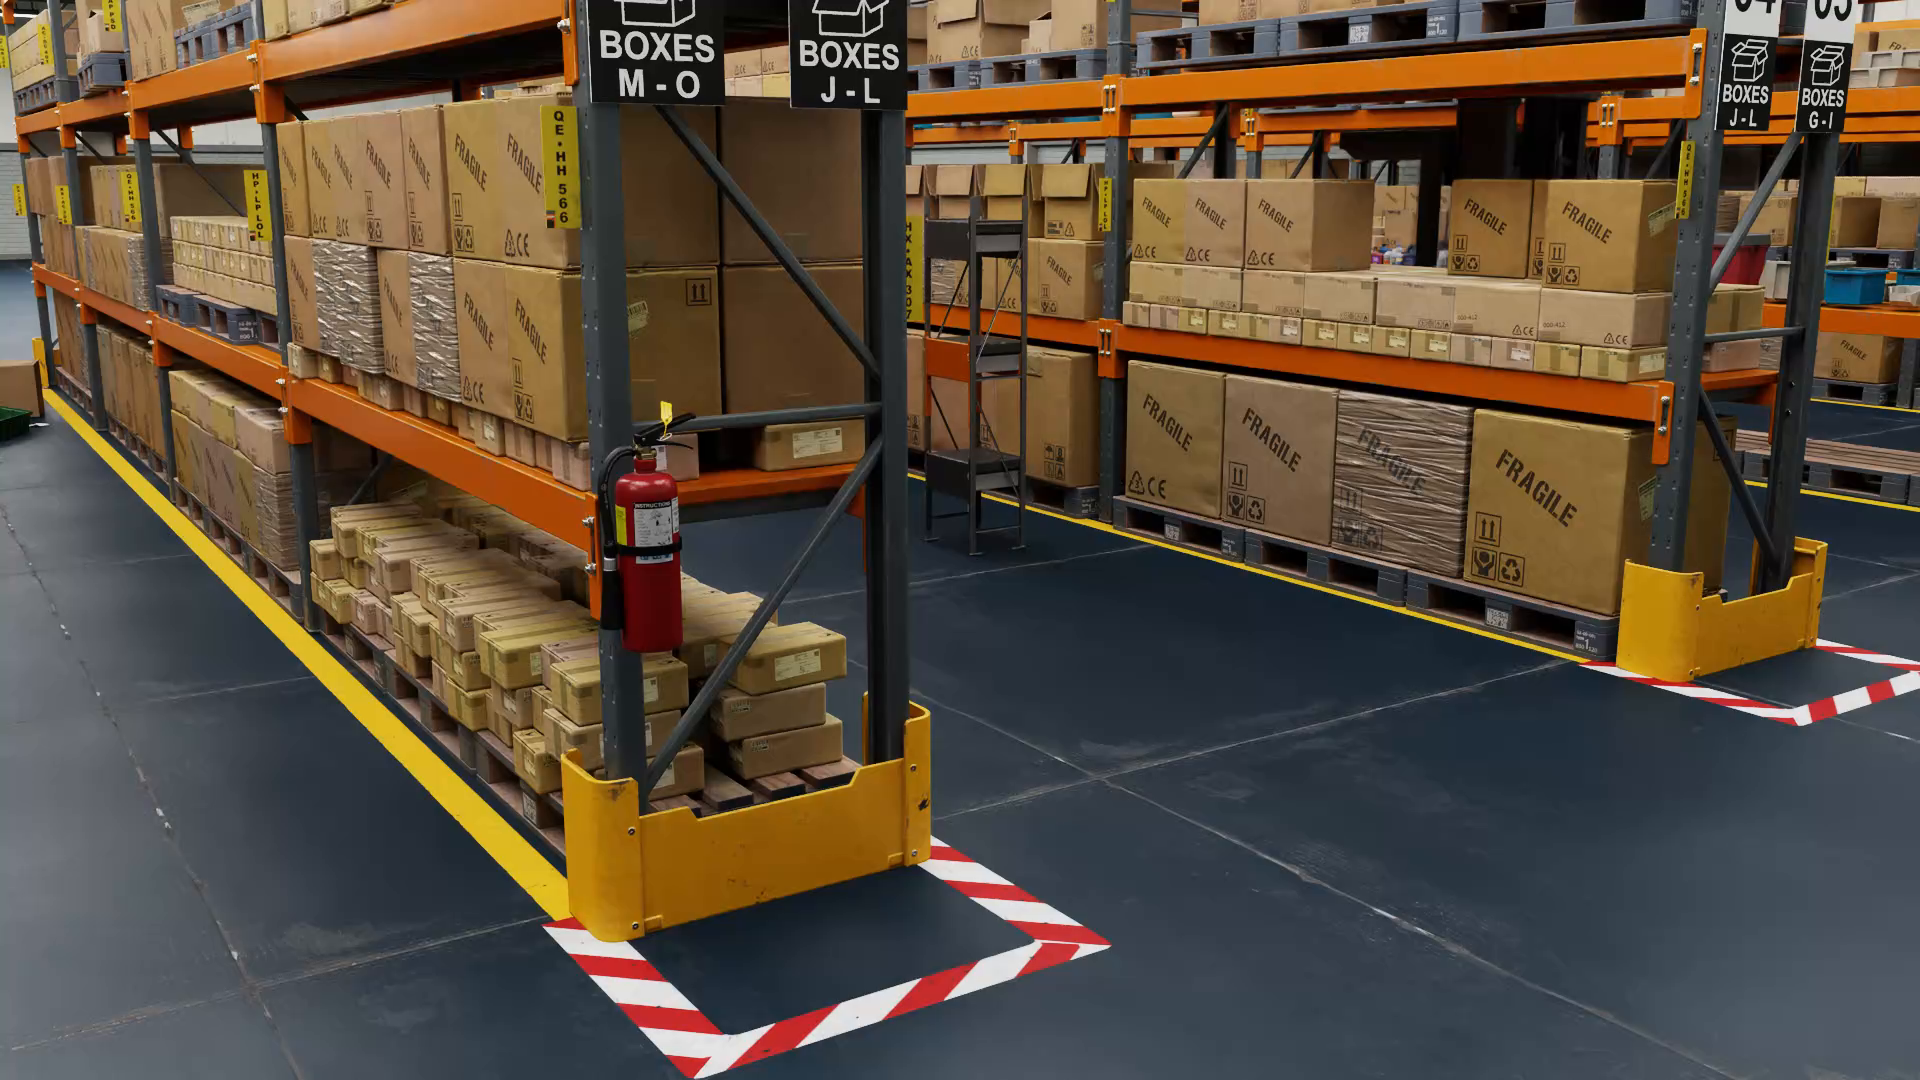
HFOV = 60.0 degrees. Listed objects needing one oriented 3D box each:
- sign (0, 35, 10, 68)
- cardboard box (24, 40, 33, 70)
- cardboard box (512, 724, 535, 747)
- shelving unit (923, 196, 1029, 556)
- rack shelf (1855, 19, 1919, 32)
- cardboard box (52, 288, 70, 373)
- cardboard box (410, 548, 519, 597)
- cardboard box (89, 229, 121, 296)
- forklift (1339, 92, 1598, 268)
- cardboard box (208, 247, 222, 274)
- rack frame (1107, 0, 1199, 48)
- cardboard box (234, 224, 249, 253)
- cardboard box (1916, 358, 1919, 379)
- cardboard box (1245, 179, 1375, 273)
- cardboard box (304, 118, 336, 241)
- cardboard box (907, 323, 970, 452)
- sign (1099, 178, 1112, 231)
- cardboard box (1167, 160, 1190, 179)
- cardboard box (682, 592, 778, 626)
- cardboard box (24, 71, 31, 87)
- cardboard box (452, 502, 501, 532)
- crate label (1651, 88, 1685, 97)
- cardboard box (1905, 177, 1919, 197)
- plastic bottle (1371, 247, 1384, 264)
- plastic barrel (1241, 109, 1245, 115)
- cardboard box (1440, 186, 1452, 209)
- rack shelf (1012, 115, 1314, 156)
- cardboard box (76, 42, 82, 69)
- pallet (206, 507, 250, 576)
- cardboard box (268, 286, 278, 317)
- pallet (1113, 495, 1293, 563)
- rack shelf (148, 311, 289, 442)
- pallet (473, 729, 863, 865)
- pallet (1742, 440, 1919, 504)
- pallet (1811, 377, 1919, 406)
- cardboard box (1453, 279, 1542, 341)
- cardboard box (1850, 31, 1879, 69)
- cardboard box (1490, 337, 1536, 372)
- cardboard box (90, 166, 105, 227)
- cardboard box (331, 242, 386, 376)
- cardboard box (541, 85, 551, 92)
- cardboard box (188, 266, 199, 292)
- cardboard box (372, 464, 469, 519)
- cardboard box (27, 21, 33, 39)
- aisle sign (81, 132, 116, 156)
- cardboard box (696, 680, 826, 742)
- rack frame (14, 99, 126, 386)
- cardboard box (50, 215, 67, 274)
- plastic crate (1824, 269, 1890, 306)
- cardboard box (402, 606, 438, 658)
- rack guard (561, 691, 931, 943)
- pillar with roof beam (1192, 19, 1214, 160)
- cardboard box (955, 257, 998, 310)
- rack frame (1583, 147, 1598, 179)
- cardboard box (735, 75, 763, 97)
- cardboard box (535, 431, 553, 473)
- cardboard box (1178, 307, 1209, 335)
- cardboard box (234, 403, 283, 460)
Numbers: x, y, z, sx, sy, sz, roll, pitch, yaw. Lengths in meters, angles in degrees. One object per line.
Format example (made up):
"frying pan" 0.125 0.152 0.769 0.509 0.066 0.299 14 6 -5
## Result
"sign" -9.942 -5.067 17.259 0.100 0.325 0.005 -8 15 -33
"cardboard box" -8.583 -4.607 15.823 0.500 0.250 0.500 -8 15 -33
"cardboard box" -1.378 0.672 5.956 0.380 0.149 0.250 -8 15 -33
"shelving unit" 0.092 -0.996 10.003 0.431 2.100 0.503 -8 15 -33
"rack shelf" 12.620 -6.134 19.969 1.077 0.370 4.000 -8 15 -33
"cardboard box" -9.046 -2.255 17.643 0.875 0.875 0.875 -8 15 -32
"cardboard box" -2.069 0.149 6.959 0.380 0.149 0.250 -9 15 -35
"cardboard box" -6.638 -2.234 13.322 0.500 0.500 0.500 -8 15 -33
"forklift" 3.108 -1.589 10.768 1.130 2.935 3.031 -9 15 -37
"cardboard box" -4.229 -1.667 9.873 0.380 0.149 0.250 -8 15 -33
"rack frame" 1.357 -4.566 10.179 1.000 3.000 0.127 -8 15 -33
"cardboard box" -3.783 -1.673 9.202 0.380 0.149 0.250 -9 15 -35
"cardboard box" 9.541 -1.916 16.925 0.500 0.500 0.500 -9 15 -35
"cardboard box" 1.968 -1.778 9.371 0.500 0.500 0.500 -9 15 -35
"cardboard box" -2.481 -1.550 7.156 0.500 0.500 0.500 -9 15 -34
"cardboard box" -0.006 -1.230 12.954 1.225 0.875 0.875 -8 15 -33
"sign" 0.911 -2.097 10.403 0.100 0.325 0.005 -8 15 -33
"cardboard box" 3.531 -5.438 24.935 0.700 0.500 0.500 -9 15 -34
"cardboard box" -0.905 0.314 6.204 0.380 0.149 0.250 -8 15 -33
"cardboard box" -8.854 -4.474 16.149 0.380 0.149 0.250 -8 15 -33
"cardboard box" -2.239 -0.096 8.079 0.380 0.149 0.250 -8 15 -32
"crate label" 5.511 -3.437 12.655 0.293 0.136 0.466 -8 15 -33
"cardboard box" 12.128 -4.381 20.642 0.500 0.250 0.500 -8 15 -32
"plastic bottle" 3.837 -2.550 15.275 0.061 0.283 0.133 -8 15 -33
"plastic barrel" 2.990 -4.815 17.166 0.600 0.901 0.600 0 12 0
"cardboard box" 7.936 -5.439 26.761 0.500 0.500 0.500 -8 14 -31
"rack shelf" 2.156 -4.403 18.137 1.077 0.370 4.000 -8 15 -33
"cardboard box" -7.133 -4.006 13.736 0.258 0.266 0.396 -8 15 -34
"pallet" -3.940 -0.060 10.141 1.003 0.211 1.213 -8 15 -33
"cardboard box" -3.357 -1.242 8.627 0.380 0.149 0.250 -8 15 -32
"pallet" 1.714 -0.129 10.457 1.003 0.211 1.213 -8 15 -33
"rack shelf" -3.936 -1.071 9.921 1.077 0.370 4.000 -8 15 -33
"pallet" -1.074 0.845 6.004 1.003 0.211 1.213 -8 15 -33
"pallet" 6.600 -0.516 12.229 1.003 0.211 1.213 -8 15 -33
"pallet" 9.124 -1.585 17.118 1.003 0.211 1.213 -8 15 -33
"cardboard box" 2.804 -1.141 8.215 0.500 0.250 0.500 -8 15 -34
"cardboard box" 8.999 -4.790 16.773 0.600 0.600 0.600 -8 15 -33
"cardboard box" 2.818 -0.917 8.122 0.380 0.149 0.250 -8 15 -33
"cardboard box" -6.980 -2.939 14.206 0.700 0.500 0.500 -8 15 -34
"cardboard box" -2.234 -0.962 6.809 0.500 0.500 0.500 -8 15 -34
"cardboard box" -4.462 -5.006 18.629 0.380 0.149 0.250 -8 15 -33
"cardboard box" -4.666 -1.661 10.542 0.380 0.149 0.250 -7 14 -30
"cardboard box" -3.016 -0.213 9.185 0.500 0.500 0.500 -7 14 -31
"cardboard box" -8.427 -4.727 15.441 0.380 0.149 0.250 -8 15 -33
"aisle sign" -9.266 -4.519 17.919 0.394 0.787 0.004 -8 15 -33
"cardboard box" -0.688 0.563 5.758 0.380 0.149 0.250 -7 14 -30
"rack frame" -9.476 -3.201 17.977 1.000 3.000 0.127 -8 15 -33
"cardboard box" -8.376 -2.914 16.316 0.875 0.550 0.500 -8 15 -33
"plastic crate" 6.346 -1.793 11.791 0.416 0.233 0.300 -8 15 -33
"cardboard box" -2.031 0.351 6.731 0.380 0.149 0.250 -8 15 -32
"rack guard" -0.654 0.852 5.294 1.175 0.500 0.348 -8 15 -33
"pillar with roof beam" 1.279 -8.995 30.430 9.100 9.000 0.400 -8 15 -33
"cardboard box" 0.307 -1.916 11.870 0.500 0.500 0.500 -8 15 -33
"rack frame" 9.296 -4.817 25.370 1.000 3.000 0.127 -8 15 -33
"cardboard box" -1.613 -3.881 14.419 0.500 0.250 0.500 -8 15 -33
"cardboard box" -1.134 -0.306 5.326 0.380 0.149 0.250 -8 15 -33
"cardboard box" 1.536 -1.328 9.999 0.380 0.149 0.250 -8 14 -31
"cardboard box" -3.725 -0.613 9.254 0.500 0.250 0.500 -7 14 -30
